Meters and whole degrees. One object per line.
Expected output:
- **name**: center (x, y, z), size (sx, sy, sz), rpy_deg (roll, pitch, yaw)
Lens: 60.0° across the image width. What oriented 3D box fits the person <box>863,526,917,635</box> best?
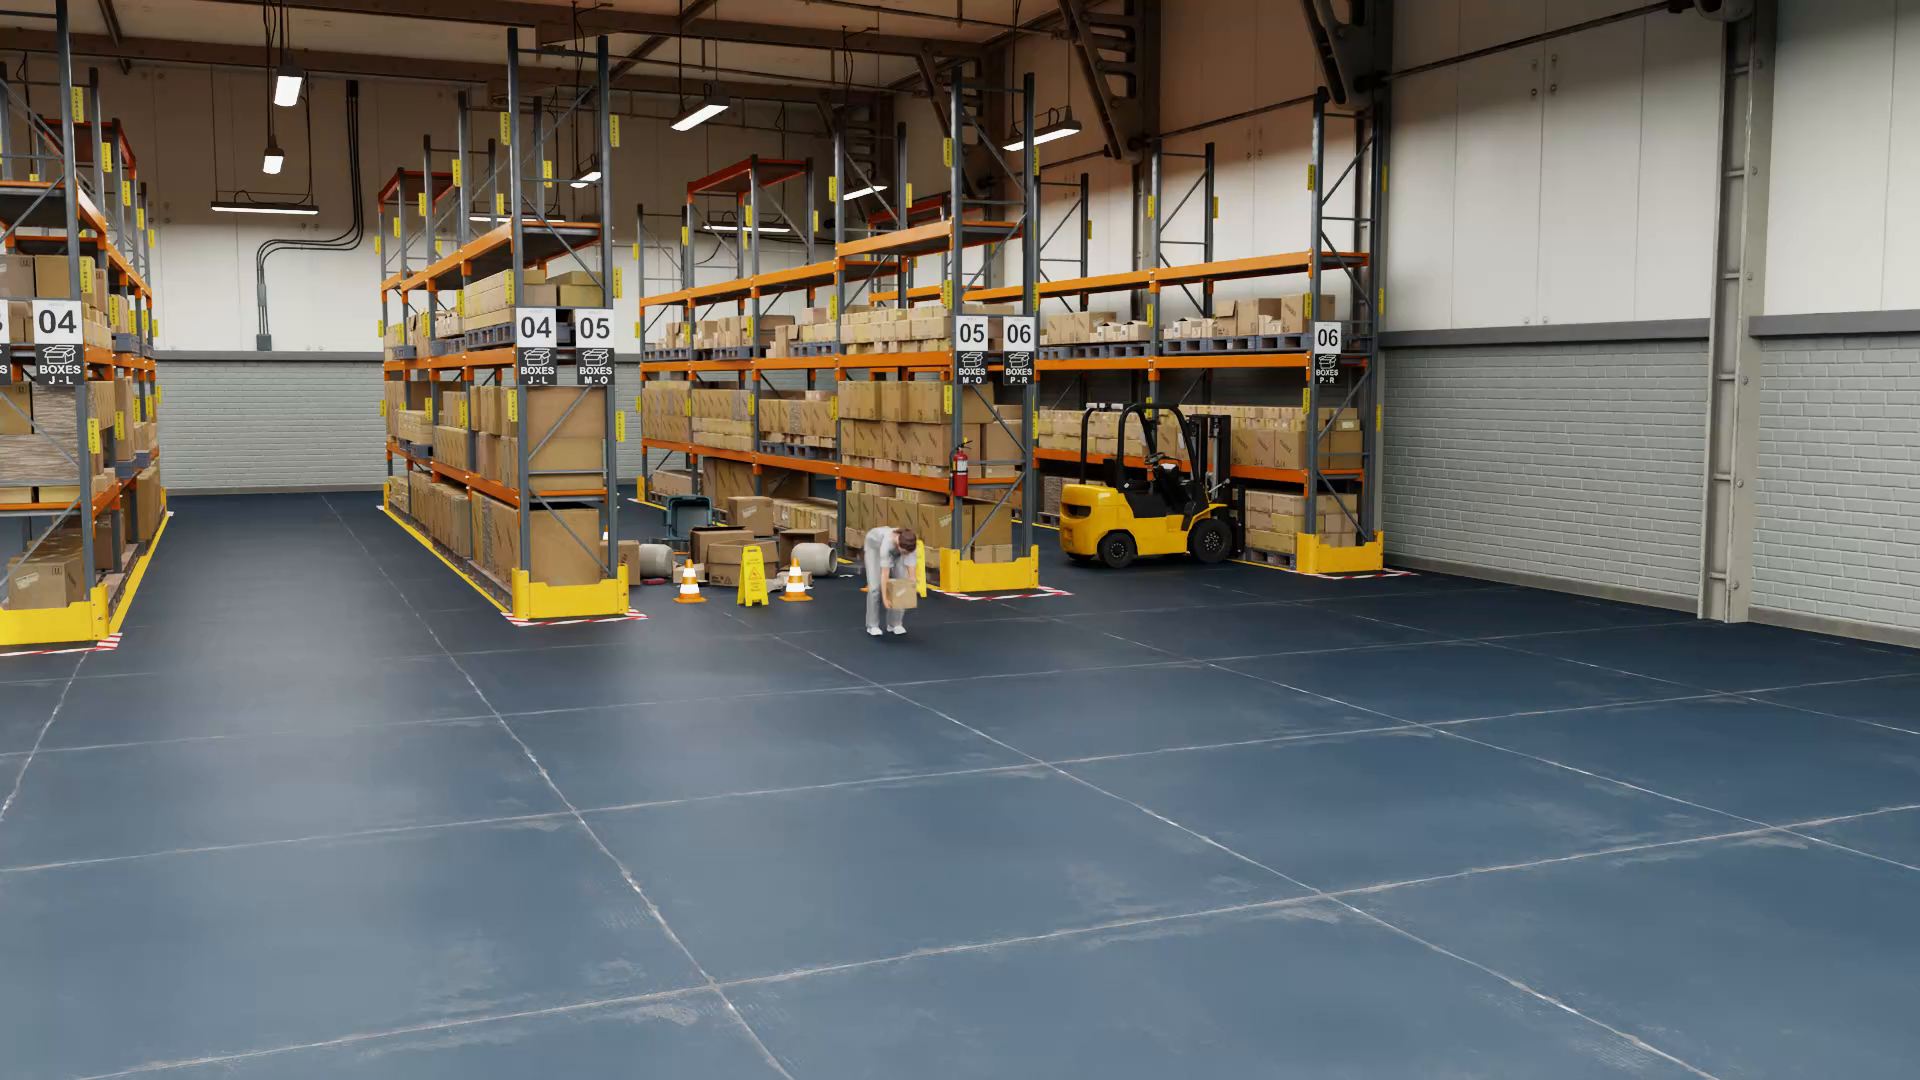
- **person**: center (-0.635, 0.402, 15.975), size (0.429, 1.067, 0.873), rpy_deg (-3, 6, -26)
